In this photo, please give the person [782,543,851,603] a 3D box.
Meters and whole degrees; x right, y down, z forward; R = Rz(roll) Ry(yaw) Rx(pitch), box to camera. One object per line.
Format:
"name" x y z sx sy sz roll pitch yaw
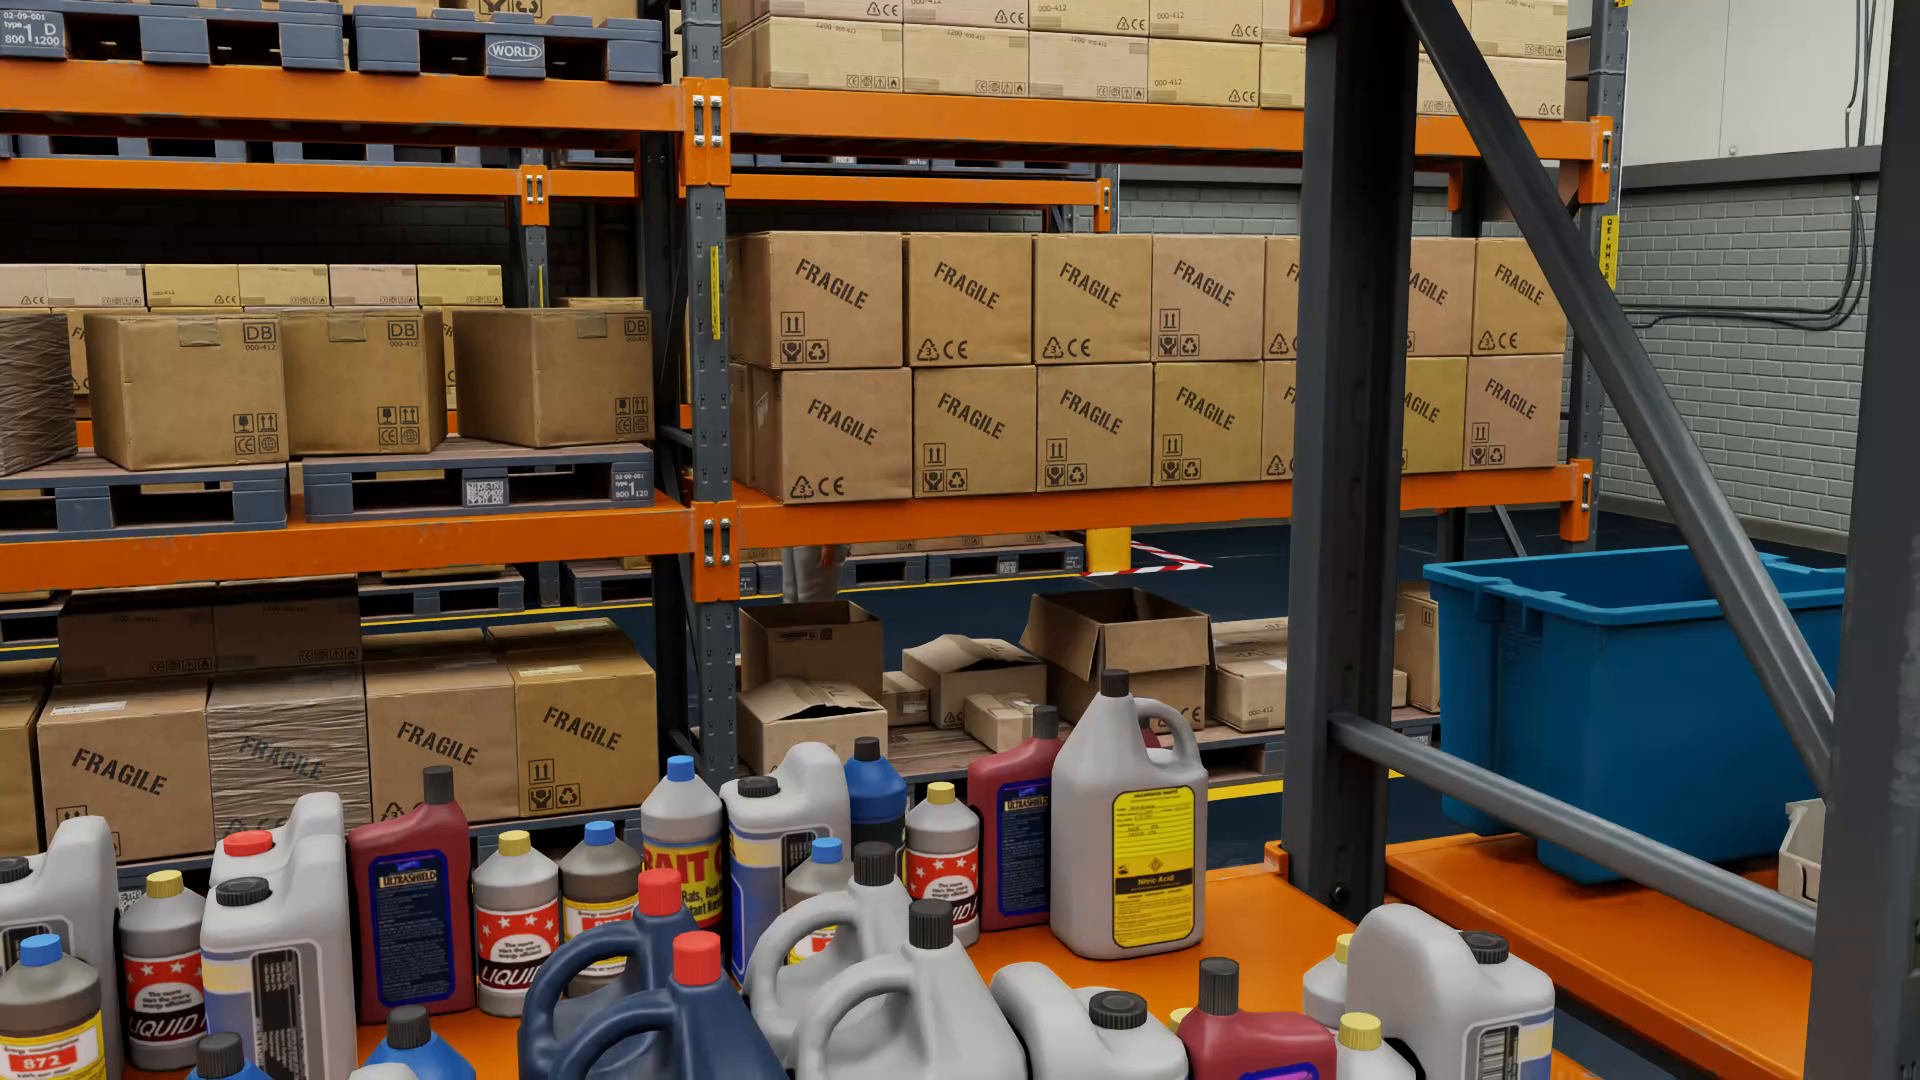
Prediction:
"person" -0.740 -0.012 8.441 0.578 1.674 0.505 -3 10 -21
